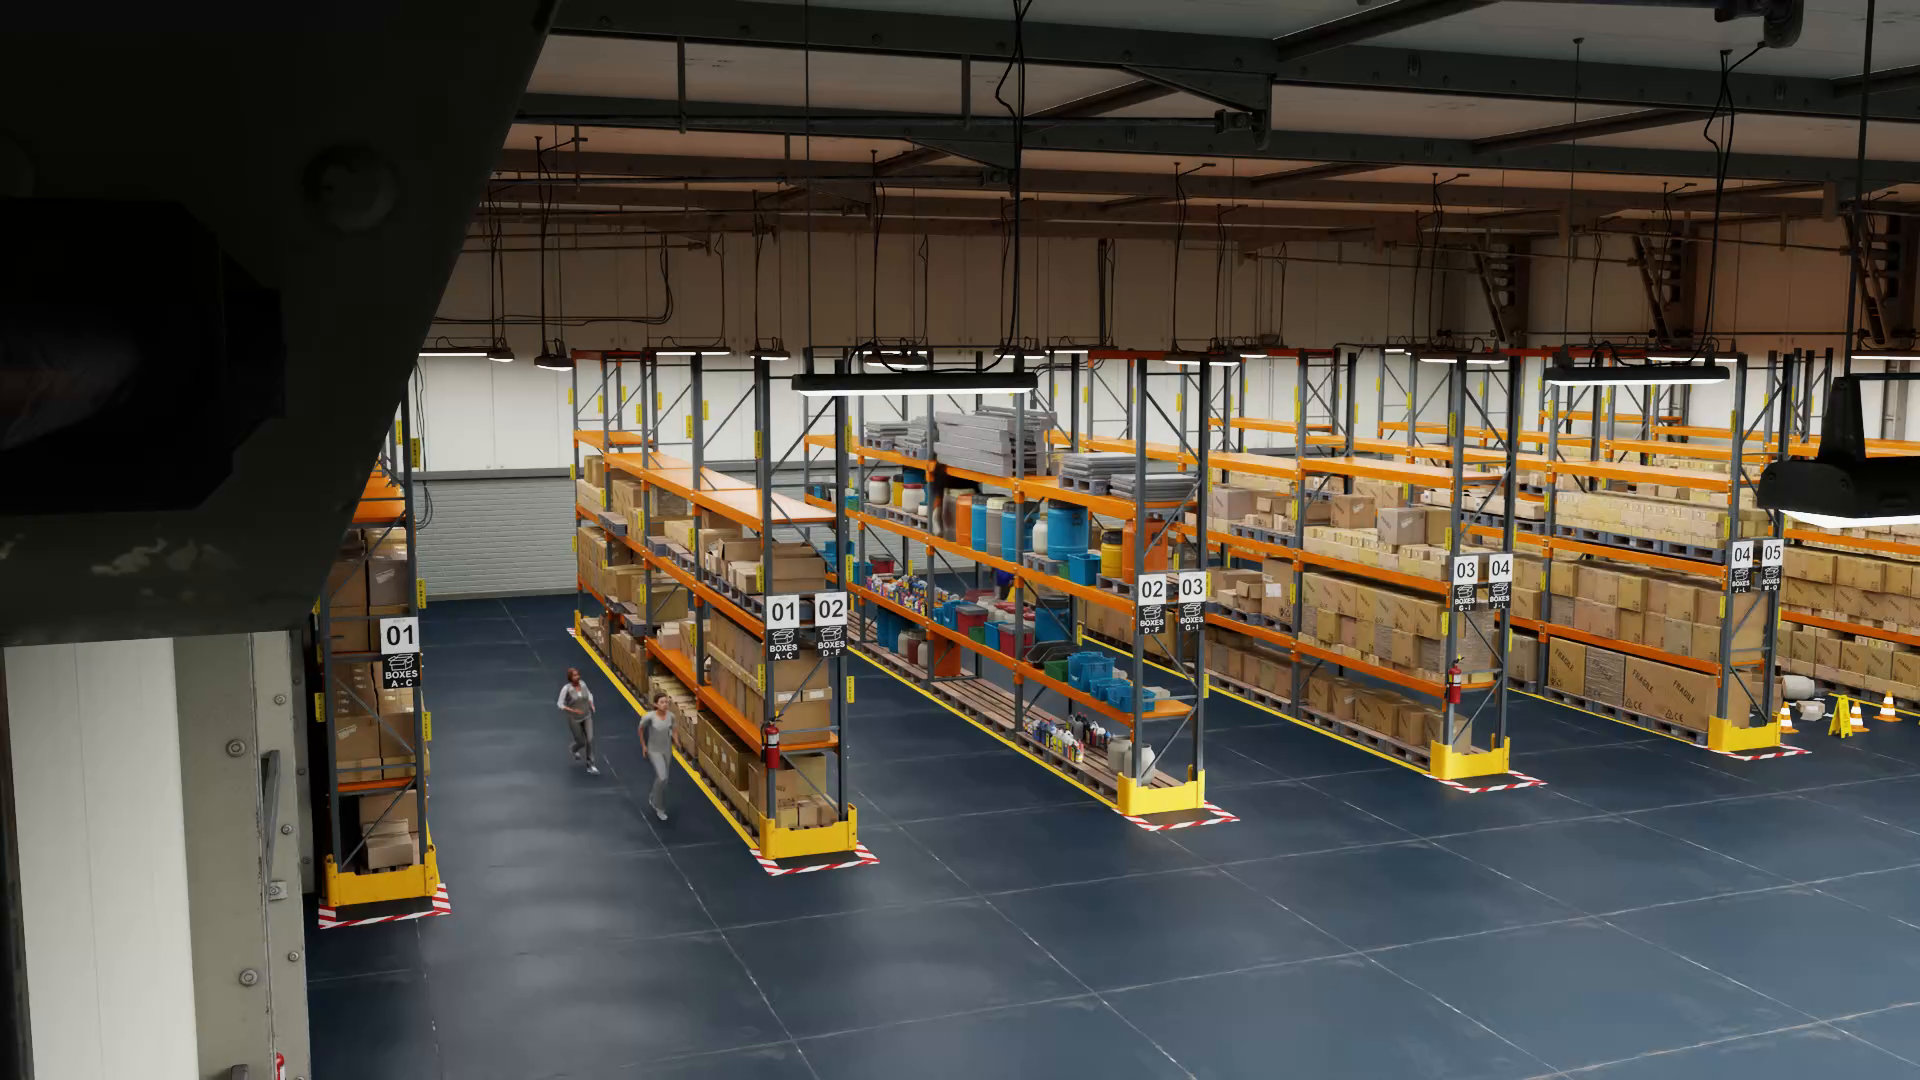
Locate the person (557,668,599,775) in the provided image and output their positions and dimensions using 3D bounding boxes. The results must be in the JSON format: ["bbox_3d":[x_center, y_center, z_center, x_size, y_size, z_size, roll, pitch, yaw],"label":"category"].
[{"bbox_3d":[-5.552,2.597,24.030,0.576,1.560,0.734,-6,9,-39],"label":"person"}]

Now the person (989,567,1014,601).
[{"bbox_3d":[0.938,1.065,36.386,0.581,1.441,1.077,0,7,-1],"label":"person"}]

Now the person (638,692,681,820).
[{"bbox_3d":[-3.933,2.816,21.813,0.472,1.682,0.785,-6,9,-39],"label":"person"}]
